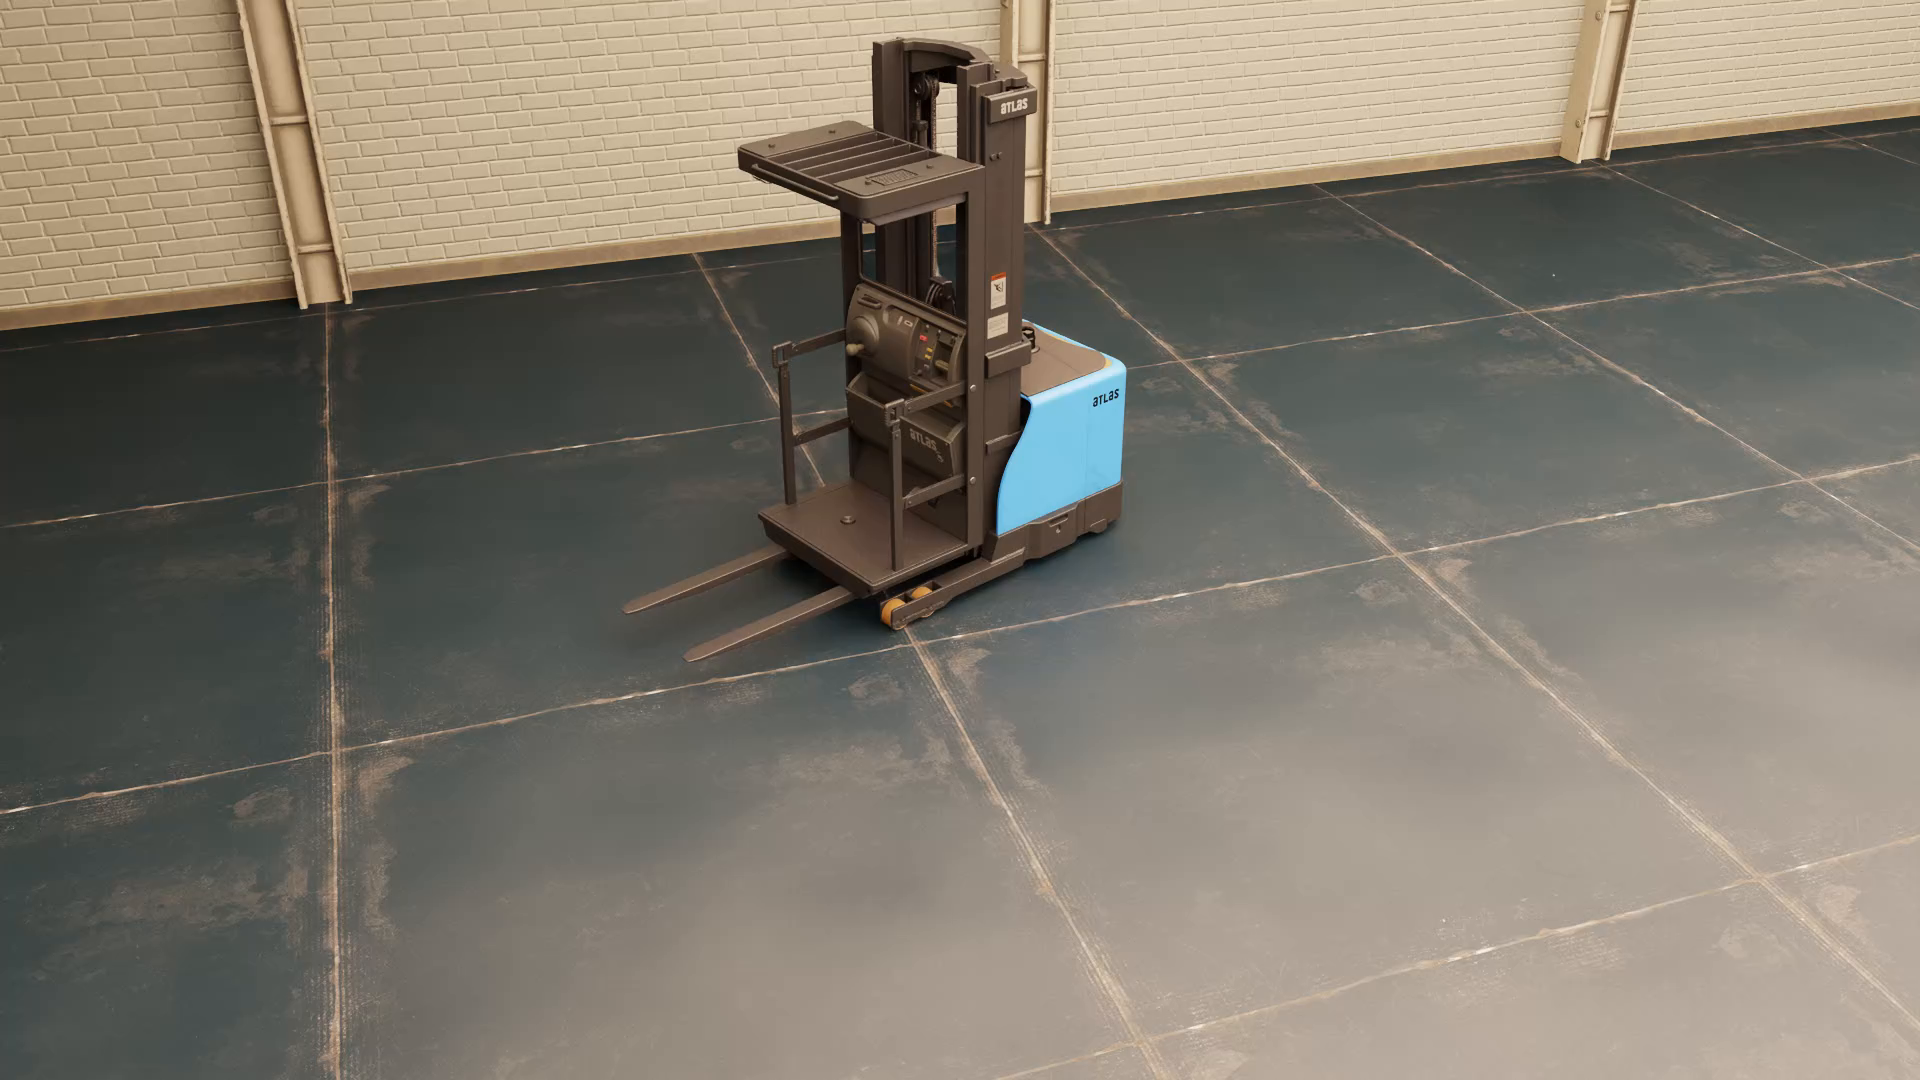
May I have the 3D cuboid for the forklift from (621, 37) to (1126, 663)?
[{"bbox_3d":[-0.461,-1.072,8.951,3.031,2.935,1.130,-23,37,-34],"label":"forklift"}]
